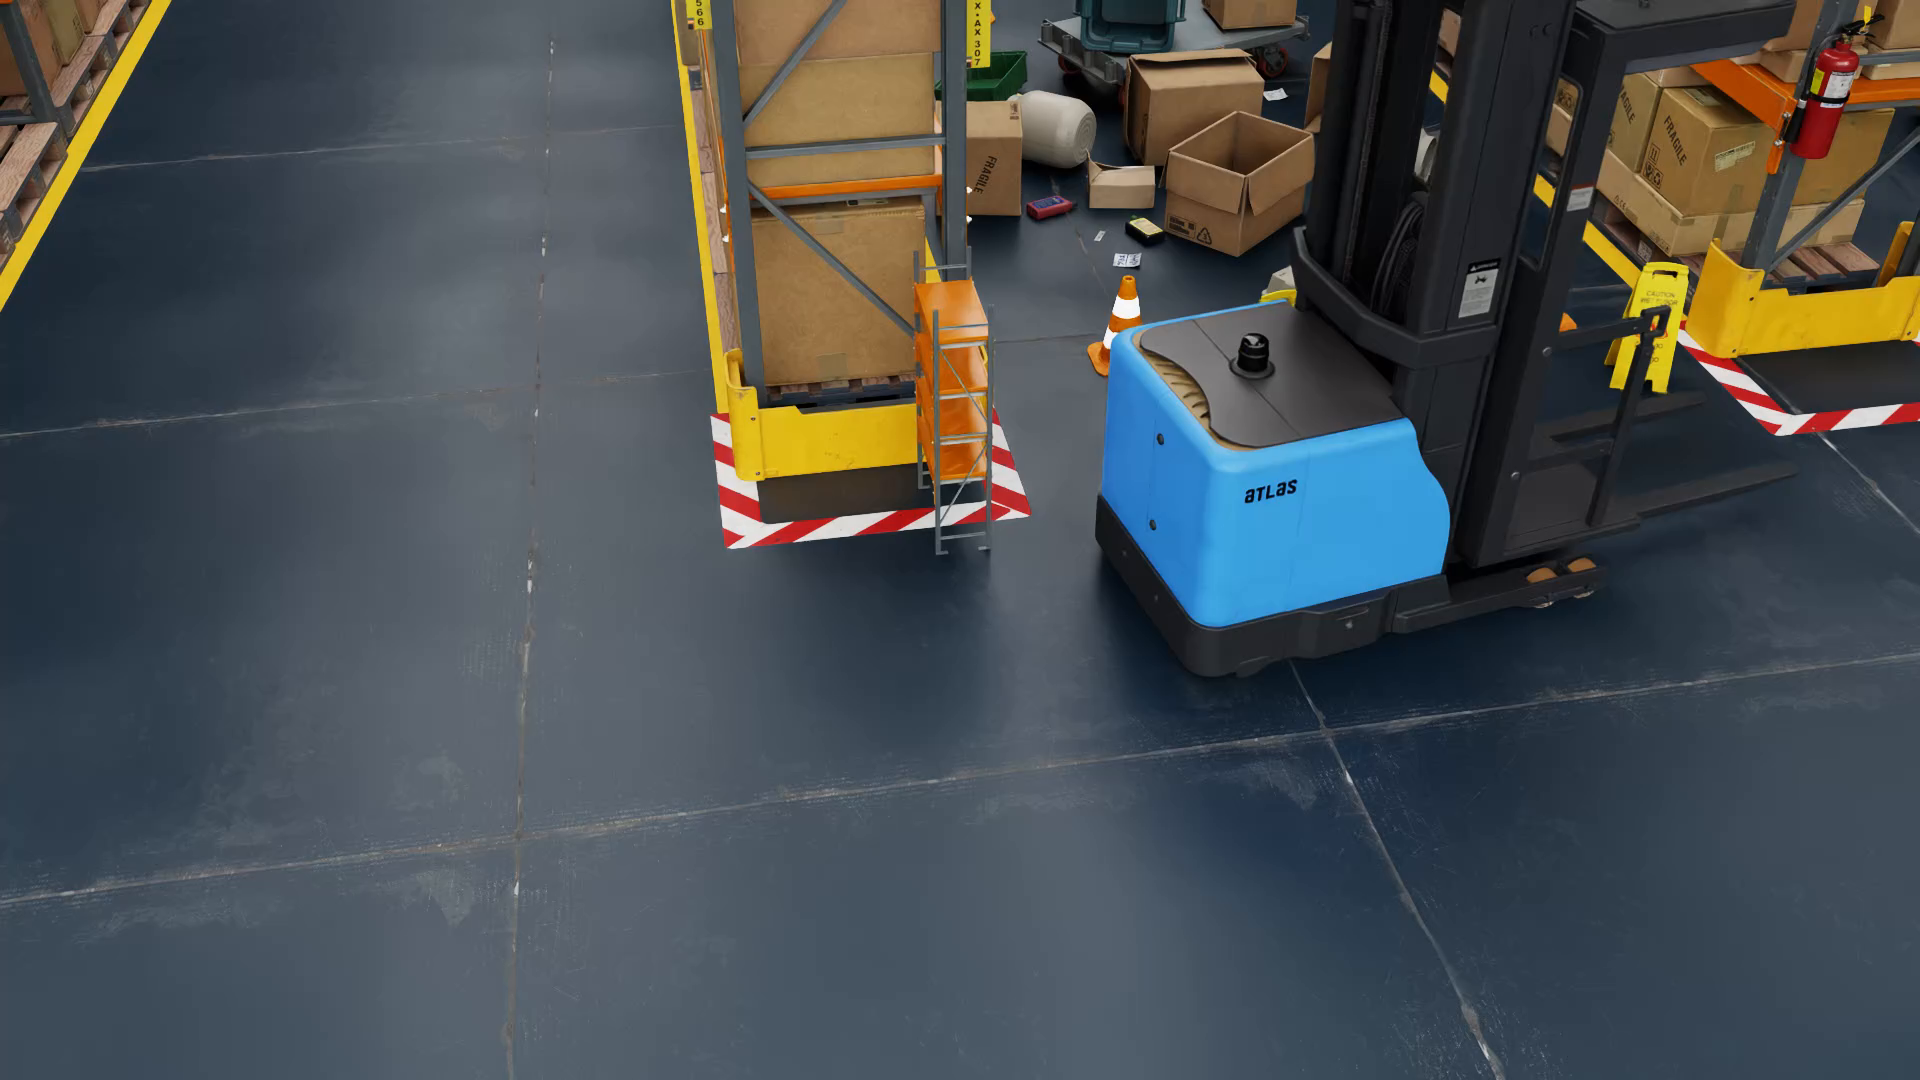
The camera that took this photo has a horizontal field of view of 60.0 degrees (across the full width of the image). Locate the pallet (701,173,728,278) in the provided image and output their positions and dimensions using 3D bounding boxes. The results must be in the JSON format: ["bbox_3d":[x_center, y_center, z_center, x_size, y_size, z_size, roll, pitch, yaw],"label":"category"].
[{"bbox_3d":[-0.903,-1.736,9.312,1.003,0.211,1.213,-6,38,-8],"label":"pallet"}]

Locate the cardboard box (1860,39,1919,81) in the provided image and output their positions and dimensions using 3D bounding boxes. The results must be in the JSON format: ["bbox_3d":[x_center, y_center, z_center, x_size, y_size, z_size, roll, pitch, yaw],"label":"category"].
[{"bbox_3d":[4.525,-2.349,8.033,0.380,0.149,0.250,-6,38,-8],"label":"cardboard box"}]

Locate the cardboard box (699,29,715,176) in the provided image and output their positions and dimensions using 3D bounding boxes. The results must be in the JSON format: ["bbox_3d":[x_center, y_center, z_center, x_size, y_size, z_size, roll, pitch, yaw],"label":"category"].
[{"bbox_3d":[-0.973,-2.438,9.333,0.875,0.875,0.875,-6,38,-8],"label":"cardboard box"}]

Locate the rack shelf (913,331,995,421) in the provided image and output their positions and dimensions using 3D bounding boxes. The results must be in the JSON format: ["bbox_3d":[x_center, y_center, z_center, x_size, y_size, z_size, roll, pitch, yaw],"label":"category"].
[{"bbox_3d":[-0.029,-0.697,6.915,0.258,0.148,0.480,-6,38,-8],"label":"rack shelf"}]

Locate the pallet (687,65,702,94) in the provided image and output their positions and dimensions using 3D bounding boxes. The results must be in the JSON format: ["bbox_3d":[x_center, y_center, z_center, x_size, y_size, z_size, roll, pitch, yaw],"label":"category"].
[{"bbox_3d":[-1.386,-3.400,11.454,1.003,0.211,1.213,-6,38,-8],"label":"pallet"}]

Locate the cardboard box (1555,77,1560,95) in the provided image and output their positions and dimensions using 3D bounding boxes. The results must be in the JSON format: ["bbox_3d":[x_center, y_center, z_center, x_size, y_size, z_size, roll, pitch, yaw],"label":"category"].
[{"bbox_3d":[3.712,-2.992,9.944,0.500,0.500,0.500,-4,38,-6],"label":"cardboard box"}]

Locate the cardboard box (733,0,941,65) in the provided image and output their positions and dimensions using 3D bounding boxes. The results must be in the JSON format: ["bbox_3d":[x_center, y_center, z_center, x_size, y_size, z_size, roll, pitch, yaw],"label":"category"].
[{"bbox_3d":[-0.502,-2.341,6.816,0.875,0.550,0.550,-6,38,-8],"label":"cardboard box"}]

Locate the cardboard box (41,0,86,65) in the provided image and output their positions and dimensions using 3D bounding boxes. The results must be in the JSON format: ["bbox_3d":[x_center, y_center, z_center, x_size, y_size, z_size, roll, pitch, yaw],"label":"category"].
[{"bbox_3d":[-6.229,-3.421,10.887,0.700,0.500,0.500,-6,38,-8],"label":"cardboard box"}]

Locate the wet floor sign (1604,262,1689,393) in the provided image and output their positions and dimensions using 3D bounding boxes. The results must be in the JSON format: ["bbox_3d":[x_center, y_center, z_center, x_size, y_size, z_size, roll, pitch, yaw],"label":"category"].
[{"bbox_3d":[3.360,-1.061,8.090,0.267,0.644,0.232,6,38,8],"label":"wet floor sign"}]

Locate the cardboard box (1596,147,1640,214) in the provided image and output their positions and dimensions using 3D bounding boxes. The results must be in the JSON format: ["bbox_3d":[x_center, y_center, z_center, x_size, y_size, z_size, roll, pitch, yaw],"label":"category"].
[{"bbox_3d":[3.891,-2.074,9.373,0.500,0.250,0.500,-6,38,-8],"label":"cardboard box"}]

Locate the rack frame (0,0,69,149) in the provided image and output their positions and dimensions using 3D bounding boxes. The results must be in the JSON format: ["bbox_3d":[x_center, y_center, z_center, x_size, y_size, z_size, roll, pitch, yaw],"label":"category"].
[{"bbox_3d":[-6.077,-3.571,9.401,1.000,3.000,0.127,-6,38,-8],"label":"rack frame"}]

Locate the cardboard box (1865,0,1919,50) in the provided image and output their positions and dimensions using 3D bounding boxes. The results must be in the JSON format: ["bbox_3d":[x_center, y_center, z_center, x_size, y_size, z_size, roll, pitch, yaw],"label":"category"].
[{"bbox_3d":[4.571,-2.693,7.948,0.500,0.500,0.500,-7,38,-9],"label":"cardboard box"}]

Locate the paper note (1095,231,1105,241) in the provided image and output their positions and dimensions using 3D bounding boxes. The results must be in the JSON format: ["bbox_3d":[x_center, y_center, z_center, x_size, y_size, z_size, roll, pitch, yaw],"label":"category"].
[{"bbox_3d":[0.797,-1.733,9.472,0.032,0.001,0.123,13,40,16],"label":"paper note"}]

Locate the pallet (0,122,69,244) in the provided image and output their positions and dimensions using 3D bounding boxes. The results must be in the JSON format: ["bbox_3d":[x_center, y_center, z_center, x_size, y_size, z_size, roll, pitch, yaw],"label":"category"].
[{"bbox_3d":[-5.925,-2.068,9.739,1.003,0.211,1.213,-6,38,-8],"label":"pallet"}]

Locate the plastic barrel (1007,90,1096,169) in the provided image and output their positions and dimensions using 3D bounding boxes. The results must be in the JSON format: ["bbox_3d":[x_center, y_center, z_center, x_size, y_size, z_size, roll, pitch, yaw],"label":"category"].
[{"bbox_3d":[0.533,-2.506,10.130,0.512,0.421,0.421,19,42,23],"label":"plastic barrel"}]

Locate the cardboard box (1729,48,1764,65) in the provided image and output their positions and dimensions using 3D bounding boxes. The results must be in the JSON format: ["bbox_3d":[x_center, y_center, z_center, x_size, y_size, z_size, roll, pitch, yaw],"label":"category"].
[{"bbox_3d":[3.951,-2.465,8.183,0.380,0.149,0.250,-7,38,-8],"label":"cardboard box"}]

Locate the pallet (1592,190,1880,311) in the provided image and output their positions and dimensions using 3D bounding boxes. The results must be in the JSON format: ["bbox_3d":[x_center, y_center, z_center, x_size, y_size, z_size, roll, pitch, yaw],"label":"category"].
[{"bbox_3d":[4.260,-1.660,9.214,1.003,0.211,1.213,-6,38,-8],"label":"pallet"}]

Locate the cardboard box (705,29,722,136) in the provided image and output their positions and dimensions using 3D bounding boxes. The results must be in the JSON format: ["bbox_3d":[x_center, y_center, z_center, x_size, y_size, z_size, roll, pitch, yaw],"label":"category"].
[{"bbox_3d":[-0.703,-2.235,7.560,0.875,0.550,0.550,-6,38,-8],"label":"cardboard box"}]

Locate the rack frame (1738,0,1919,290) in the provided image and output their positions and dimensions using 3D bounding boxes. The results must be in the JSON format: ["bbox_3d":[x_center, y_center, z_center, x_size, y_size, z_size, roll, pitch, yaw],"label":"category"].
[{"bbox_3d":[4.381,-2.221,7.663,1.000,3.000,0.127,-6,38,-8],"label":"rack frame"}]

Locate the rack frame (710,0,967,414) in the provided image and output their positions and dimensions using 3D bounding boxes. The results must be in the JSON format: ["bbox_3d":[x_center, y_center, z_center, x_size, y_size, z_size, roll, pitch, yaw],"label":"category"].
[{"bbox_3d":[-0.475,-1.627,6.899,1.000,3.000,0.127,-6,38,-8],"label":"rack frame"}]

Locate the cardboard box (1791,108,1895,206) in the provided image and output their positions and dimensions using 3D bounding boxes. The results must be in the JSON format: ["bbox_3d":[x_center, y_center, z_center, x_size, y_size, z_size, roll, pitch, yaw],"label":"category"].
[{"bbox_3d":[4.507,-2.128,8.832,0.500,0.500,0.500,-7,38,-9],"label":"cardboard box"}]

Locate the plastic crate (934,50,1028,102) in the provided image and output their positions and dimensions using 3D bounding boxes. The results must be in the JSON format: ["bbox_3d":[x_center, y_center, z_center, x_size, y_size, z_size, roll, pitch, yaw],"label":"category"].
[{"bbox_3d":[0.144,-2.991,10.901,0.450,0.188,0.662,4,37,22],"label":"plastic crate"}]

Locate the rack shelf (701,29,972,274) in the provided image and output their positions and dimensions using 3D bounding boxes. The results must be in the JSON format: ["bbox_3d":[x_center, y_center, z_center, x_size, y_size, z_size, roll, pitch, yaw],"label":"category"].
[{"bbox_3d":[-0.826,-2.551,8.675,1.077,0.370,4.000,-6,38,-8],"label":"rack shelf"}]

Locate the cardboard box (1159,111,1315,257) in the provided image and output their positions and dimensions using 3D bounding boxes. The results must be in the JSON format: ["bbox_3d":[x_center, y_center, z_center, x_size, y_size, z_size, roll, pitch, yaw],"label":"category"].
[{"bbox_3d":[1.580,-2.023,9.444,0.637,0.503,0.797,27,45,30],"label":"cardboard box"}]

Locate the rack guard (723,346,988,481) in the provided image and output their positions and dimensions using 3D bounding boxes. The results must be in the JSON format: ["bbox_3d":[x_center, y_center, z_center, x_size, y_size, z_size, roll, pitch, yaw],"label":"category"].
[{"bbox_3d":[-0.471,-0.626,7.648,1.175,0.500,0.348,-6,38,-8],"label":"rack guard"}]

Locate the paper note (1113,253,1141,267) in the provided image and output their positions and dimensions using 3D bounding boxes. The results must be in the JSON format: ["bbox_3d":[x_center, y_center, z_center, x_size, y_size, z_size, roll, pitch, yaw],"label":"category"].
[{"bbox_3d":[0.929,-1.559,9.233,0.144,0.017,0.142,6,38,8],"label":"paper note"}]

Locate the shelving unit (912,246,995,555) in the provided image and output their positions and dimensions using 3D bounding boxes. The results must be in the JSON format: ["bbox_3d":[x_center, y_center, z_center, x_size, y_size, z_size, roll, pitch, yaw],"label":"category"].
[{"bbox_3d":[-0.029,-0.574,7.011,0.258,1.200,0.503,-6,38,-8],"label":"shelving unit"}]

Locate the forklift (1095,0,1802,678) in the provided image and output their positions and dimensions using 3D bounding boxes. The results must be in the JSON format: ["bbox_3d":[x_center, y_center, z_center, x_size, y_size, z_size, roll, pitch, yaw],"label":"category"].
[{"bbox_3d":[2.154,-1.168,6.364,3.031,2.935,1.130,-12,40,-16],"label":"forklift"}]

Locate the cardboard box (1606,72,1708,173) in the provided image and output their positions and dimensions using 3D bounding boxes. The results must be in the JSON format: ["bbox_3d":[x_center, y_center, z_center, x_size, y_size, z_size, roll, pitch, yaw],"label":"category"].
[{"bbox_3d":[3.889,-2.367,9.140,0.500,0.500,0.500,-5,38,-6],"label":"cardboard box"}]

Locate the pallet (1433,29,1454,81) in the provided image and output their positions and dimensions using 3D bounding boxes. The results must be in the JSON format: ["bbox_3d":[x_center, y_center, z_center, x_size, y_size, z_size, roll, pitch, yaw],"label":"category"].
[{"bbox_3d":[3.832,-3.134,11.111,1.003,0.211,1.213,-6,38,-8],"label":"pallet"}]

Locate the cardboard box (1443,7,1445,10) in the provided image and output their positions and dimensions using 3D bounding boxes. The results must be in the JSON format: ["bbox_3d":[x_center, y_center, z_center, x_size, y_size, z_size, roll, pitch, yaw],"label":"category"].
[{"bbox_3d":[3.585,-4.081,11.858,0.950,0.372,0.625,-6,38,-7],"label":"cardboard box"}]

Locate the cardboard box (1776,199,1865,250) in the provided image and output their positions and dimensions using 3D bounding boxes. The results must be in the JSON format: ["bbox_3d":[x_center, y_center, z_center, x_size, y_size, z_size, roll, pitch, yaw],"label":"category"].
[{"bbox_3d":[4.511,-1.818,9.043,0.500,0.250,0.500,-7,38,-8],"label":"cardboard box"}]

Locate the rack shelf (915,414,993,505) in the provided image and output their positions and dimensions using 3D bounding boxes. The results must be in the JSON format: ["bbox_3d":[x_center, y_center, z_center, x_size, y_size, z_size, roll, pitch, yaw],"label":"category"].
[{"bbox_3d":[-0.029,-0.364,7.174,0.258,0.148,0.480,-6,38,-8],"label":"rack shelf"}]

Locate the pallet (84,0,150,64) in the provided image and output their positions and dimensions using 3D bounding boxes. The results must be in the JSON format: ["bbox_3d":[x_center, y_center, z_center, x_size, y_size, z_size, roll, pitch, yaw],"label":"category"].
[{"bbox_3d":[-6.432,-3.678,11.812,1.003,0.211,1.213,-6,38,-8],"label":"pallet"}]

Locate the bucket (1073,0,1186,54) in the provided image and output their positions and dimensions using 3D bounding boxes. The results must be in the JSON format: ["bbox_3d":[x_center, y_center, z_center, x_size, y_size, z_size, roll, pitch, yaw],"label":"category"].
[{"bbox_3d":[1.117,-3.516,10.761,0.726,0.611,0.620,6,28,8],"label":"bucket"}]

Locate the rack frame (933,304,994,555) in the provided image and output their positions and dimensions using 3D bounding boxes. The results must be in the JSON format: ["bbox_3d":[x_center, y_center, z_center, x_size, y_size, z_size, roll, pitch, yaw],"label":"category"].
[{"bbox_3d":[0.014,-0.426,6.821,0.240,1.200,0.015,-6,38,-8],"label":"rack frame"}]

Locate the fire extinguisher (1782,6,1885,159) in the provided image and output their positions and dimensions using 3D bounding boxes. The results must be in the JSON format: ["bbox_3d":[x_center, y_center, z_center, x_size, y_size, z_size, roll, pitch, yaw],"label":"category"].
[{"bbox_3d":[3.947,-2.071,7.534,0.296,0.674,0.183,-6,38,-8],"label":"fire extinguisher"}]

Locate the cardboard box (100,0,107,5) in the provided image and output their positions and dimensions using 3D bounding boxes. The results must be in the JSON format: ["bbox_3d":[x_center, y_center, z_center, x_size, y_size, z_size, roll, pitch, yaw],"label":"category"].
[{"bbox_3d":[-6.425,-4.095,11.756,0.700,0.500,0.500,-3,38,-4],"label":"cardboard box"}]

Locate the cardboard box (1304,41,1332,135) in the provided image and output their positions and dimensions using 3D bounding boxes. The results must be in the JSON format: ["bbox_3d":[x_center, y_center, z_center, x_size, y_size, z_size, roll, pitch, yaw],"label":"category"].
[{"bbox_3d":[2.528,-2.857,10.518,0.500,0.500,0.500,19,42,23],"label":"cardboard box"}]

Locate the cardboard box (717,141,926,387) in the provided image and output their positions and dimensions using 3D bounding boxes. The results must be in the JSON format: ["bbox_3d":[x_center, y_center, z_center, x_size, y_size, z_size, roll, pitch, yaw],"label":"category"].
[{"bbox_3d":[-0.659,-1.356,7.941,0.875,0.875,0.875,-6,38,-8],"label":"cardboard box"}]

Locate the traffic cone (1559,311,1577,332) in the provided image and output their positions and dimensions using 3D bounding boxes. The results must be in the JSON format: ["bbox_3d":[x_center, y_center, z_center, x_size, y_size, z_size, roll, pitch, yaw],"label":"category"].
[{"bbox_3d":[3.035,-1.340,8.597,0.336,0.463,0.334,-6,38,-8],"label":"traffic cone"}]

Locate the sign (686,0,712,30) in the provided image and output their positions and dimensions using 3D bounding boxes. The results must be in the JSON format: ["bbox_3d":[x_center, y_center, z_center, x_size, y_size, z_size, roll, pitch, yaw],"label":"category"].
[{"bbox_3d":[-1.012,-2.128,6.407,0.100,0.325,0.005,-6,38,-8],"label":"sign"}]

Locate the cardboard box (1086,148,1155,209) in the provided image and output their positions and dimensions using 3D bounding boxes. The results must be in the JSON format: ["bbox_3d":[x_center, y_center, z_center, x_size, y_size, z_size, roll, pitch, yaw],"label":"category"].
[{"bbox_3d":[0.938,-2.123,9.767,0.396,0.266,0.258,0,38,0],"label":"cardboard box"}]

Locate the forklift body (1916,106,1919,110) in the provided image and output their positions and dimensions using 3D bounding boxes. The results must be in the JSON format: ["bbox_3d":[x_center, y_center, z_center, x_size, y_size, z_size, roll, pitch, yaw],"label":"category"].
[{"bbox_3d":[7.138,-3.371,9.836,2.313,2.155,1.214,-6,38,-8],"label":"forklift body"}]

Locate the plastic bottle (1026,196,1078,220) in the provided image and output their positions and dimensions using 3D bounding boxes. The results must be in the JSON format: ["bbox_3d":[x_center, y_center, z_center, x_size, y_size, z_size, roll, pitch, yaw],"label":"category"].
[{"bbox_3d":[0.540,-1.948,9.708,0.283,0.061,0.133,-20,42,-23],"label":"plastic bottle"}]
